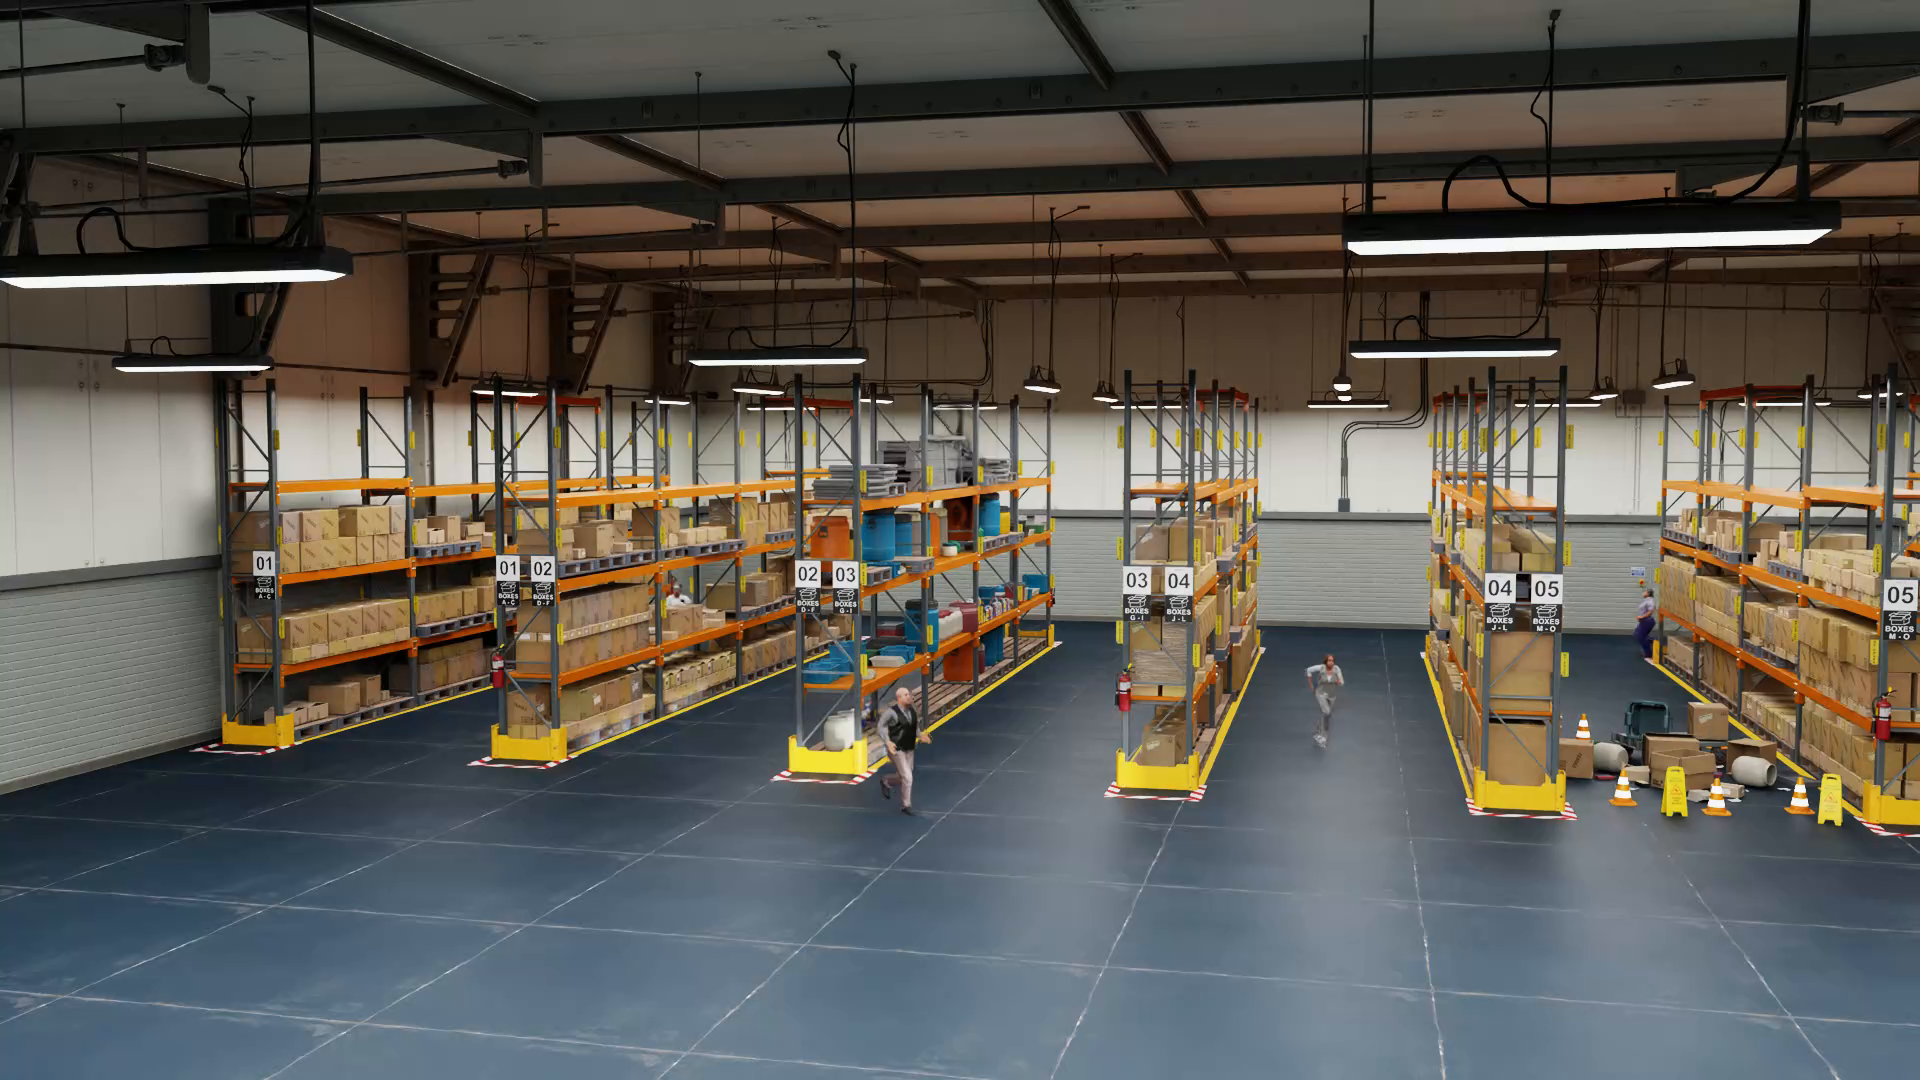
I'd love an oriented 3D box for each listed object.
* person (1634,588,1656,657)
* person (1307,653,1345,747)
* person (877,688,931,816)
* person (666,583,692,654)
[{"bbox_3d":[15.863,1.916,38.388,0.555,1.595,0.609,1,4,17],"label":"person"},{"bbox_3d":[5.949,2.586,27.091,0.527,1.539,0.845,-1,3,-9],"label":"person"},{"bbox_3d":[-0.849,2.822,22.410,0.830,1.696,0.647,3,5,43],"label":"person"},{"bbox_3d":[-6.405,1.859,37.775,0.688,1.787,0.817,0,3,1],"label":"person"}]
